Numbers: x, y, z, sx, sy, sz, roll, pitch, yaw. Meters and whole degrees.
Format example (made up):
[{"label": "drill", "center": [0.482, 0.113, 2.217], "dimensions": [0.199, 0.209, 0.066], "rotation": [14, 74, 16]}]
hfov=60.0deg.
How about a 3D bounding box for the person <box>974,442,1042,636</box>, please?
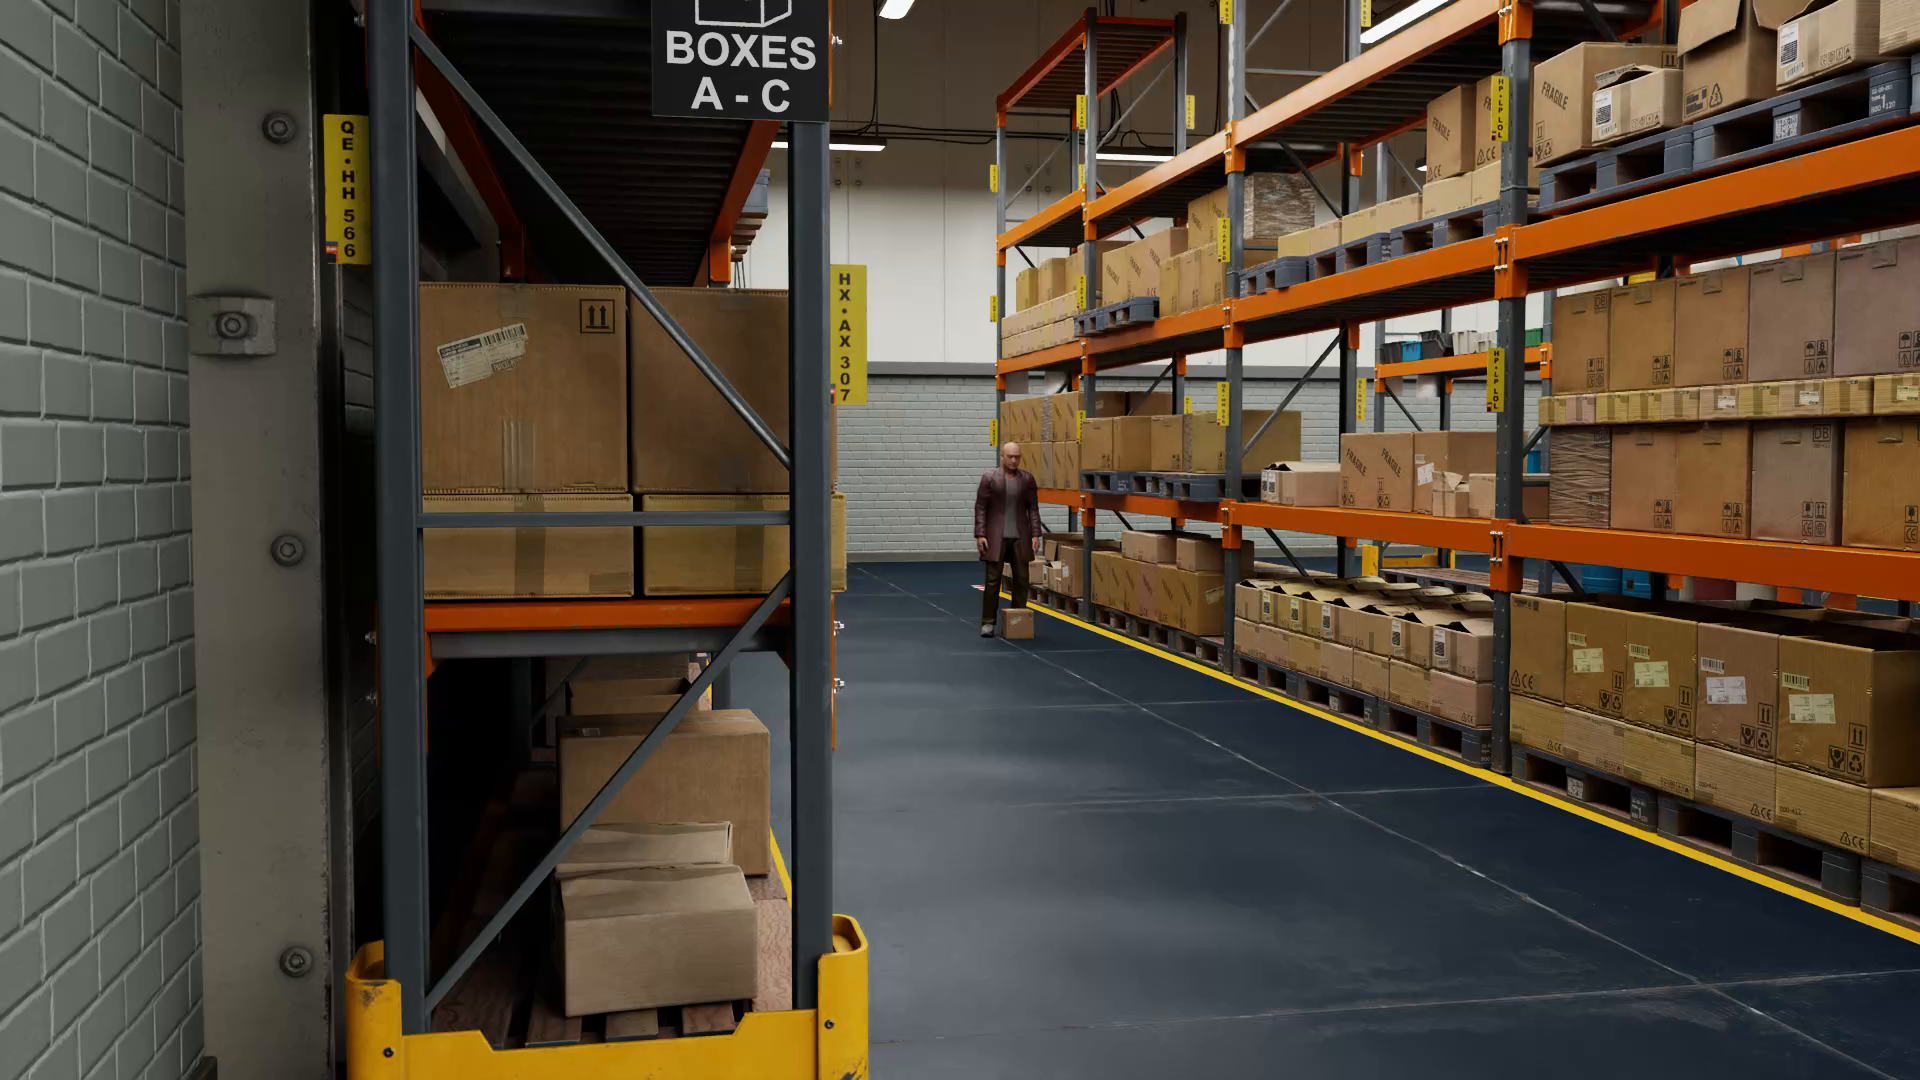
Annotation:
[{"label": "person", "center": [0.443, -0.012, 15.335], "dimensions": [0.643, 1.774, 0.424], "rotation": [-1, 3, -12]}]
